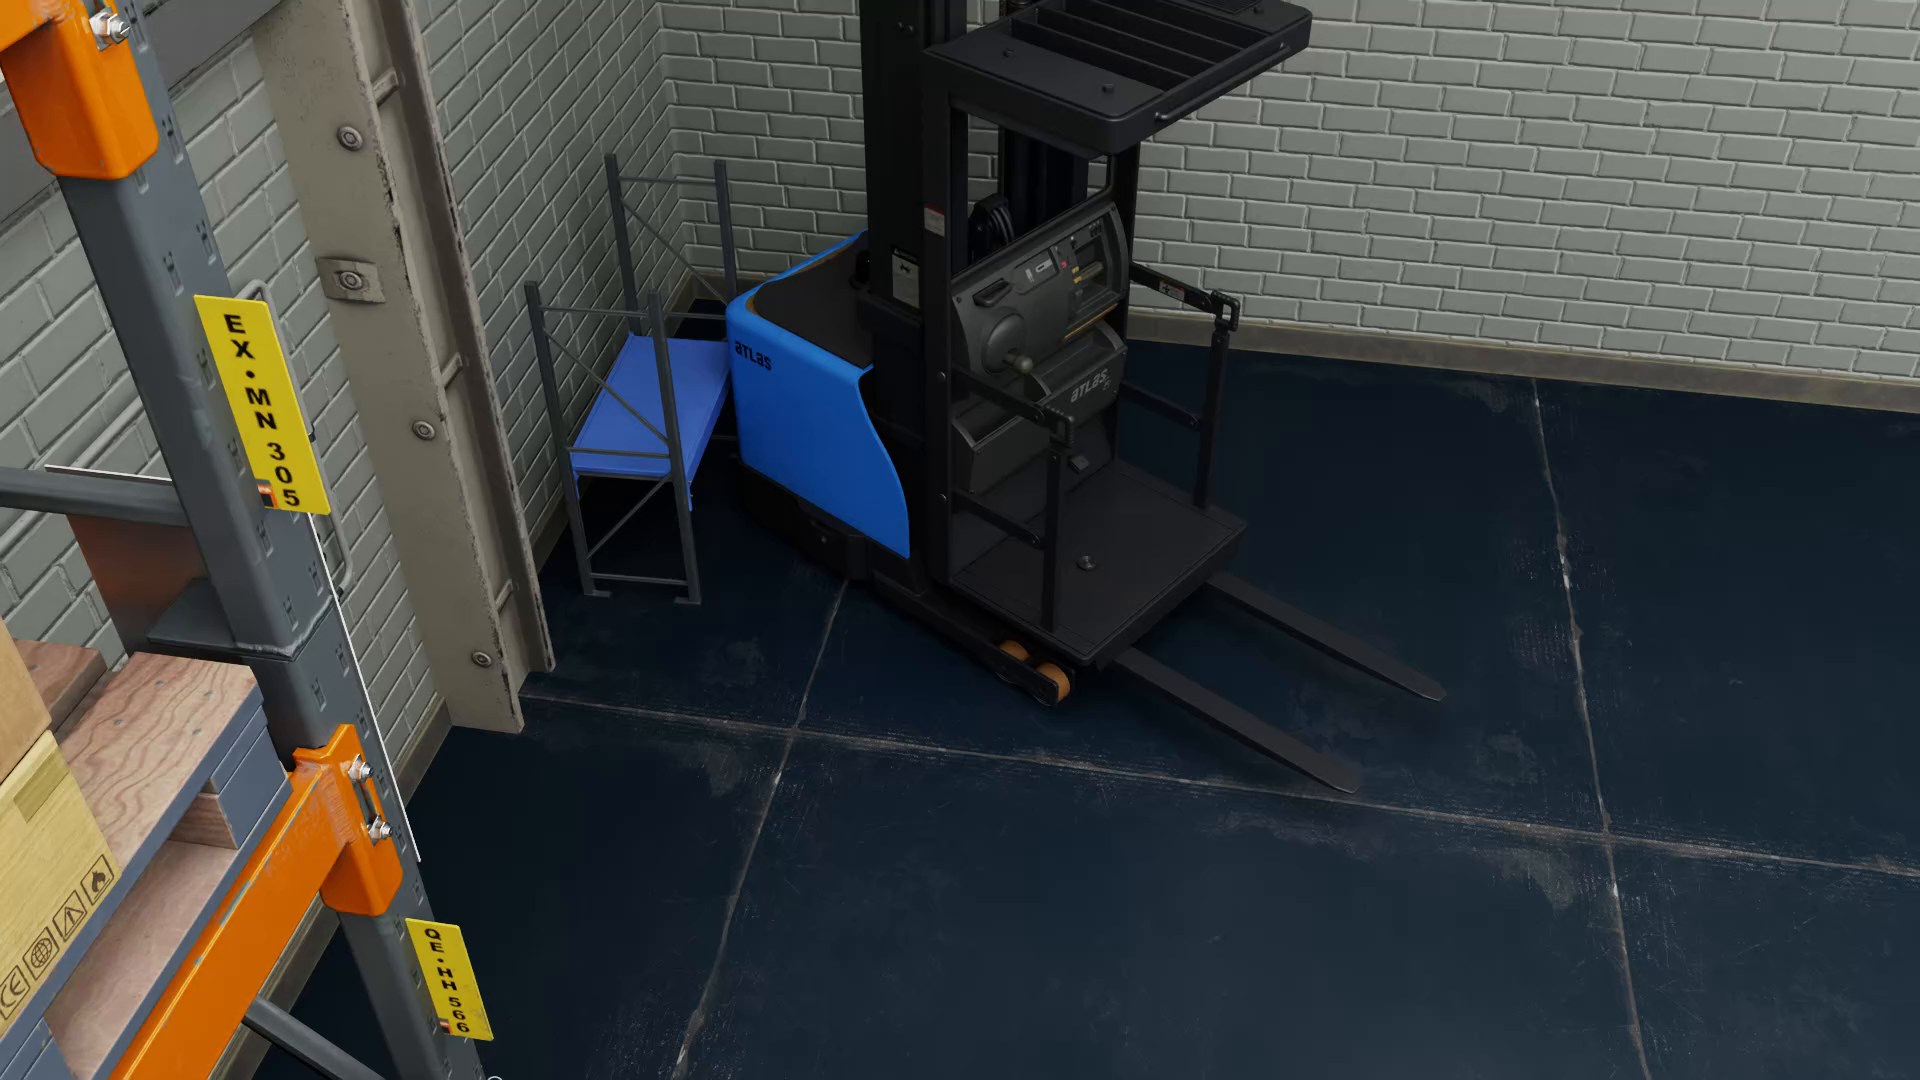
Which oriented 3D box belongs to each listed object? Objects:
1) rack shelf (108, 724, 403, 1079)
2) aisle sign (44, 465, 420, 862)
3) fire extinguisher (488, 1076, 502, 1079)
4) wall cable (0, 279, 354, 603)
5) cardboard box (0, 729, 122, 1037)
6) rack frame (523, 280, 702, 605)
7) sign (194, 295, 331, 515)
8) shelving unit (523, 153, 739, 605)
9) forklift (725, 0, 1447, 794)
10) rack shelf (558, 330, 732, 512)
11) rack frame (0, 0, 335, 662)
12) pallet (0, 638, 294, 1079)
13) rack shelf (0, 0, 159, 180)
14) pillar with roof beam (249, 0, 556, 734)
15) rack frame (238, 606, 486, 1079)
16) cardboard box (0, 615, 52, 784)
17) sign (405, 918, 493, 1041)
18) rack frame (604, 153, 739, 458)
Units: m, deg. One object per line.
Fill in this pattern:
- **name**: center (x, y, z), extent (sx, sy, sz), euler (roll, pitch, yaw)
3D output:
- **rack shelf**: center (-1.762, 1.609, 1.160), extent (1.077, 0.370, 4.000), euler (6, 40, 8)
- **aisle sign**: center (-1.108, 0.219, 2.591), extent (0.394, 0.787, 0.004), euler (6, 40, 8)
- **fire extinguisher**: center (-0.936, 1.363, 3.601), extent (0.296, 0.674, 0.183), euler (6, 40, 8)
- **wall cable**: center (-2.126, -0.067, 4.179), extent (0.084, 1.984, 1.851), euler (6, 40, 8)
- **cardboard box**: center (-1.281, 0.423, 1.740), extent (0.500, 0.250, 0.500), euler (8, 40, 9)
- **rack frame**: center (-1.328, -0.336, 6.479), extent (0.500, 1.500, 0.032), euler (4, 40, 5)
- **sign**: center (-0.884, -0.165, 2.109), extent (0.100, 0.325, 0.005), euler (6, 40, 8)
- **shelving unit**: center (-1.266, -0.657, 6.867), extent (0.538, 1.500, 1.048), euler (4, 40, 5)
- **forklift**: center (0.466, -0.867, 5.998), extent (3.031, 2.935, 1.130), euler (29, 48, 31)
- **rack shelf**: center (-1.266, -0.519, 6.982), extent (0.538, 0.185, 1.000), euler (4, 40, 5)
- **rack frame**: center (-1.416, -1.079, 1.493), extent (1.000, 3.000, 0.127), euler (6, 40, 8)
- **pallet**: center (-1.534, 0.578, 1.913), extent (1.003, 0.211, 1.213), euler (6, 40, 8)
- **rack shelf**: center (-1.762, 0.607, 0.332), extent (1.077, 0.370, 4.000), euler (6, 40, 8)
- **pillar with roof beam**: center (2.439, -2.394, 3.084), extent (9.100, 9.000, 0.400), euler (6, 40, 8)
- **rack frame**: center (-1.416, 1.233, 3.405), extent (1.000, 3.000, 0.127), euler (6, 40, 8)
- **cardboard box**: center (-1.274, 0.135, 1.500), extent (0.500, 0.500, 0.500), euler (6, 40, 8)
- **sign**: center (-0.884, 0.764, 2.877), extent (0.100, 0.325, 0.005), euler (6, 40, 8)
- **rack frame**: center (-1.204, -0.979, 7.256), extent (0.500, 1.500, 0.032), euler (4, 40, 5)
